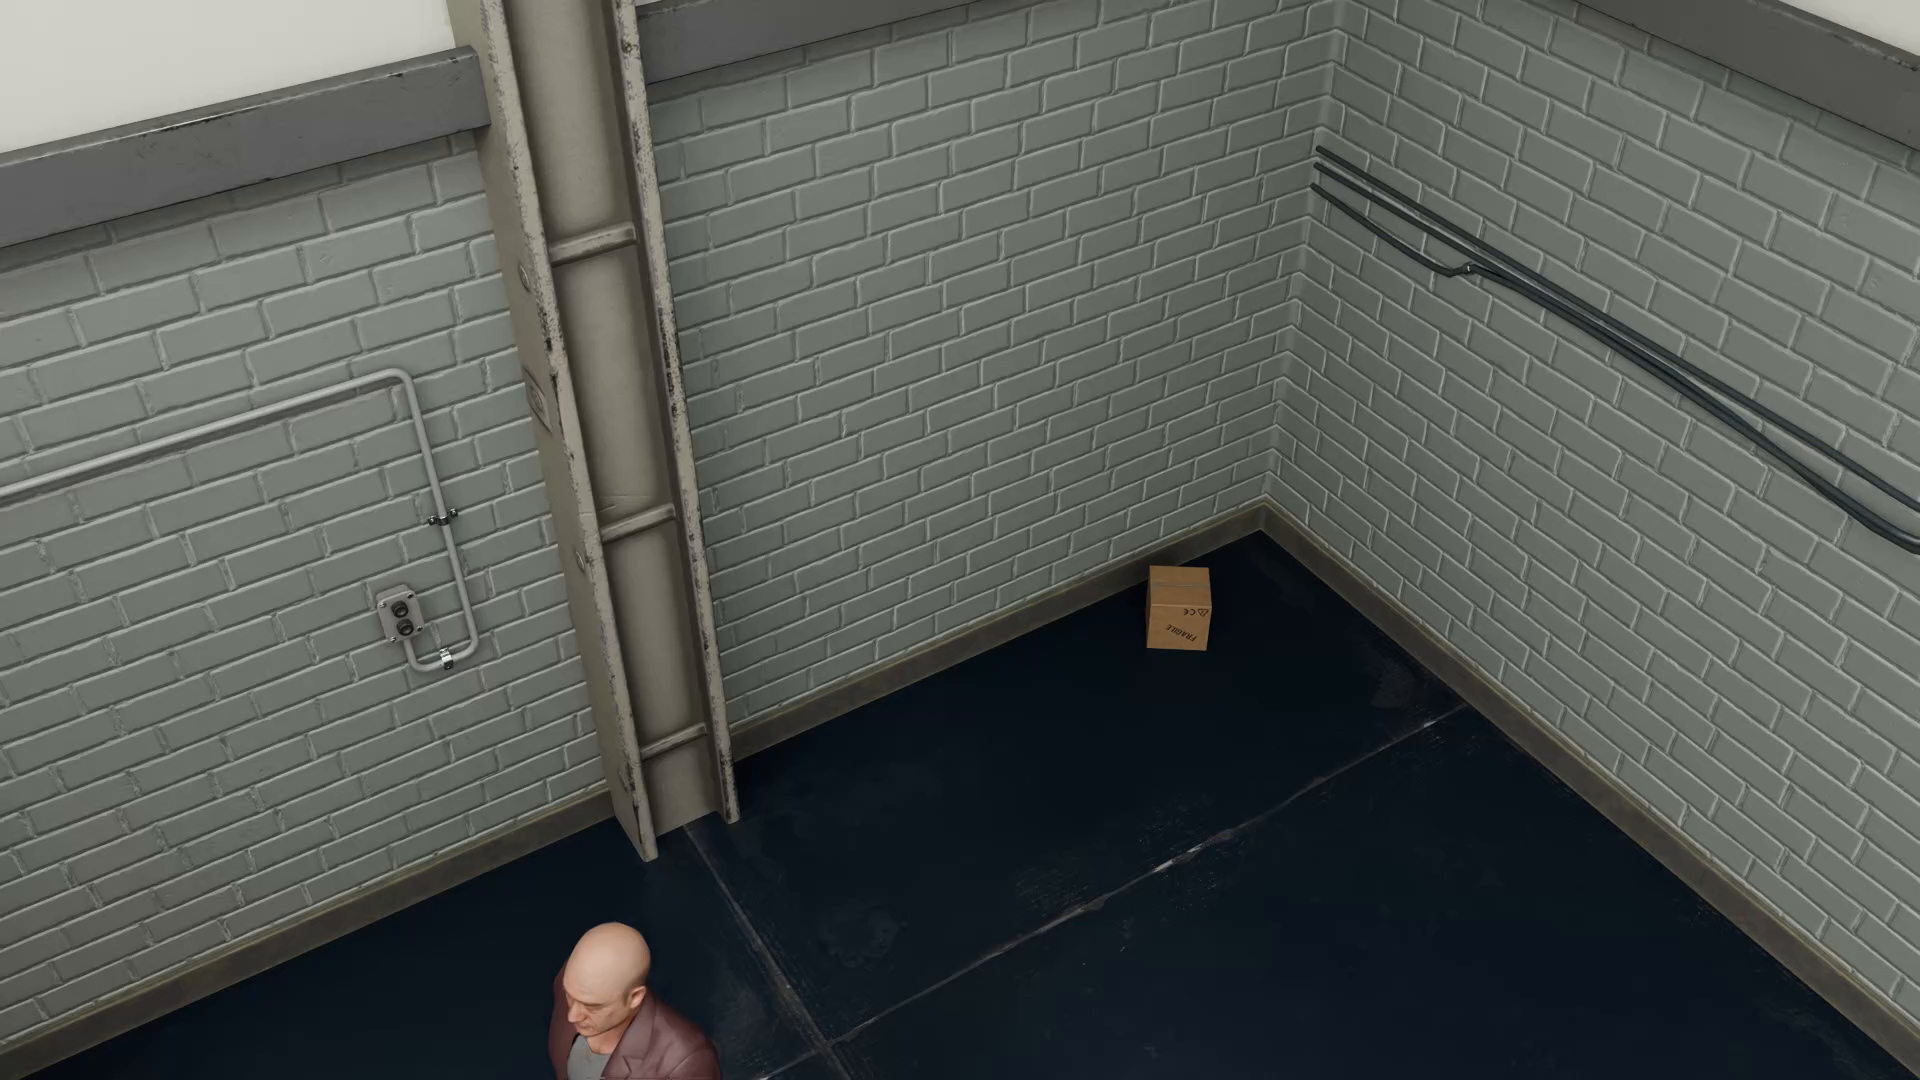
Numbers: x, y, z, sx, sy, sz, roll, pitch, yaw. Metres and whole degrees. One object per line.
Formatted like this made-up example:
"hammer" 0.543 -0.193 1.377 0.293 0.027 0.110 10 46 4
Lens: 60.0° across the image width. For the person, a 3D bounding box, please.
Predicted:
"person" -0.844 1.616 4.265 0.644 1.810 0.839 25 46 27
